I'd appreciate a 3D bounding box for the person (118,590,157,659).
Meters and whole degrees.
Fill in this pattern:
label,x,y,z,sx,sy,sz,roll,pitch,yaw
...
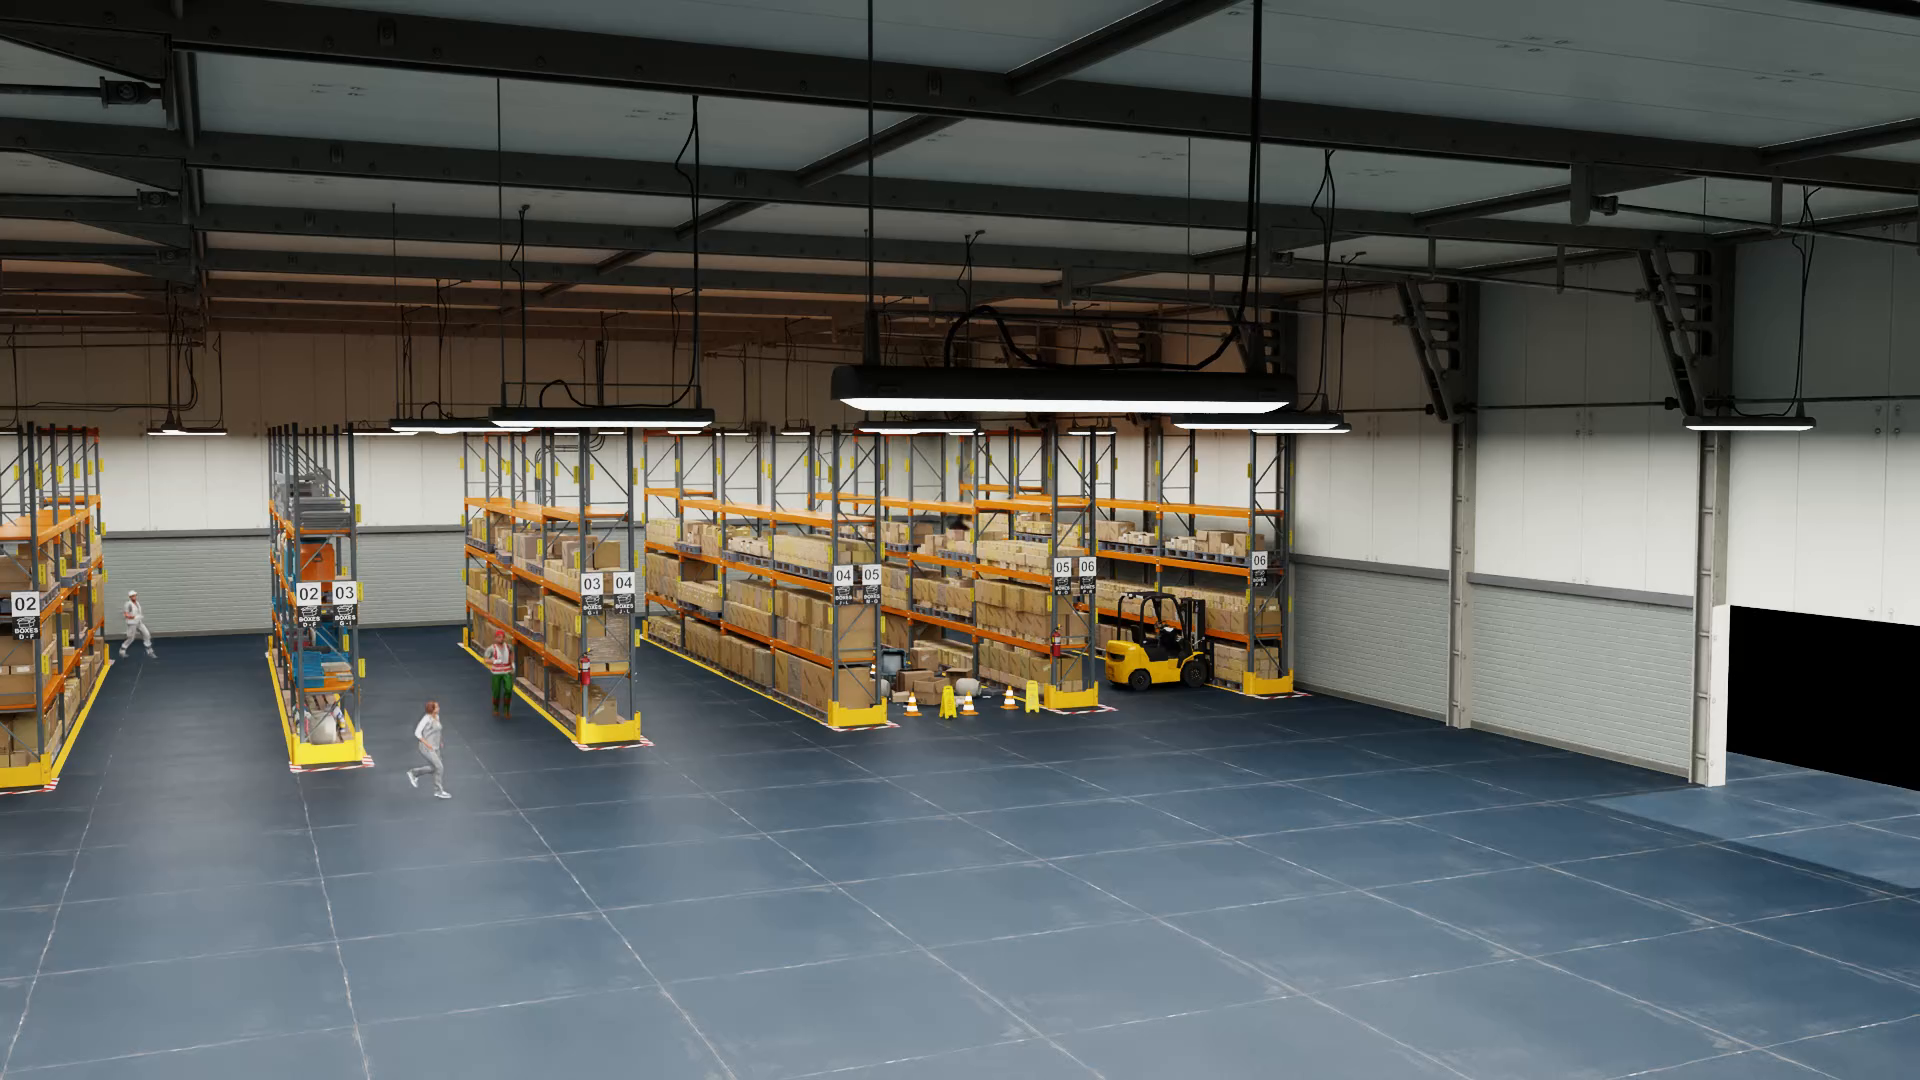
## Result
label,x,y,z,sx,sy,sz,roll,pitch,yaw
person,-21.347,2.203,43.005,0.913,1.810,0.665,1,4,10

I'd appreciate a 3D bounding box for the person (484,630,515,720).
label,x,y,z,sx,sy,sz,roll,pitch,yaw
person,-9.363,2.759,33.891,0.664,1.852,0.777,-2,4,-26

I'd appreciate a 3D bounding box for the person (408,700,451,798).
label,x,y,z,sx,sy,sz,roll,pitch,yaw
person,-8.491,3.335,26.484,0.695,1.576,0.559,1,4,8
